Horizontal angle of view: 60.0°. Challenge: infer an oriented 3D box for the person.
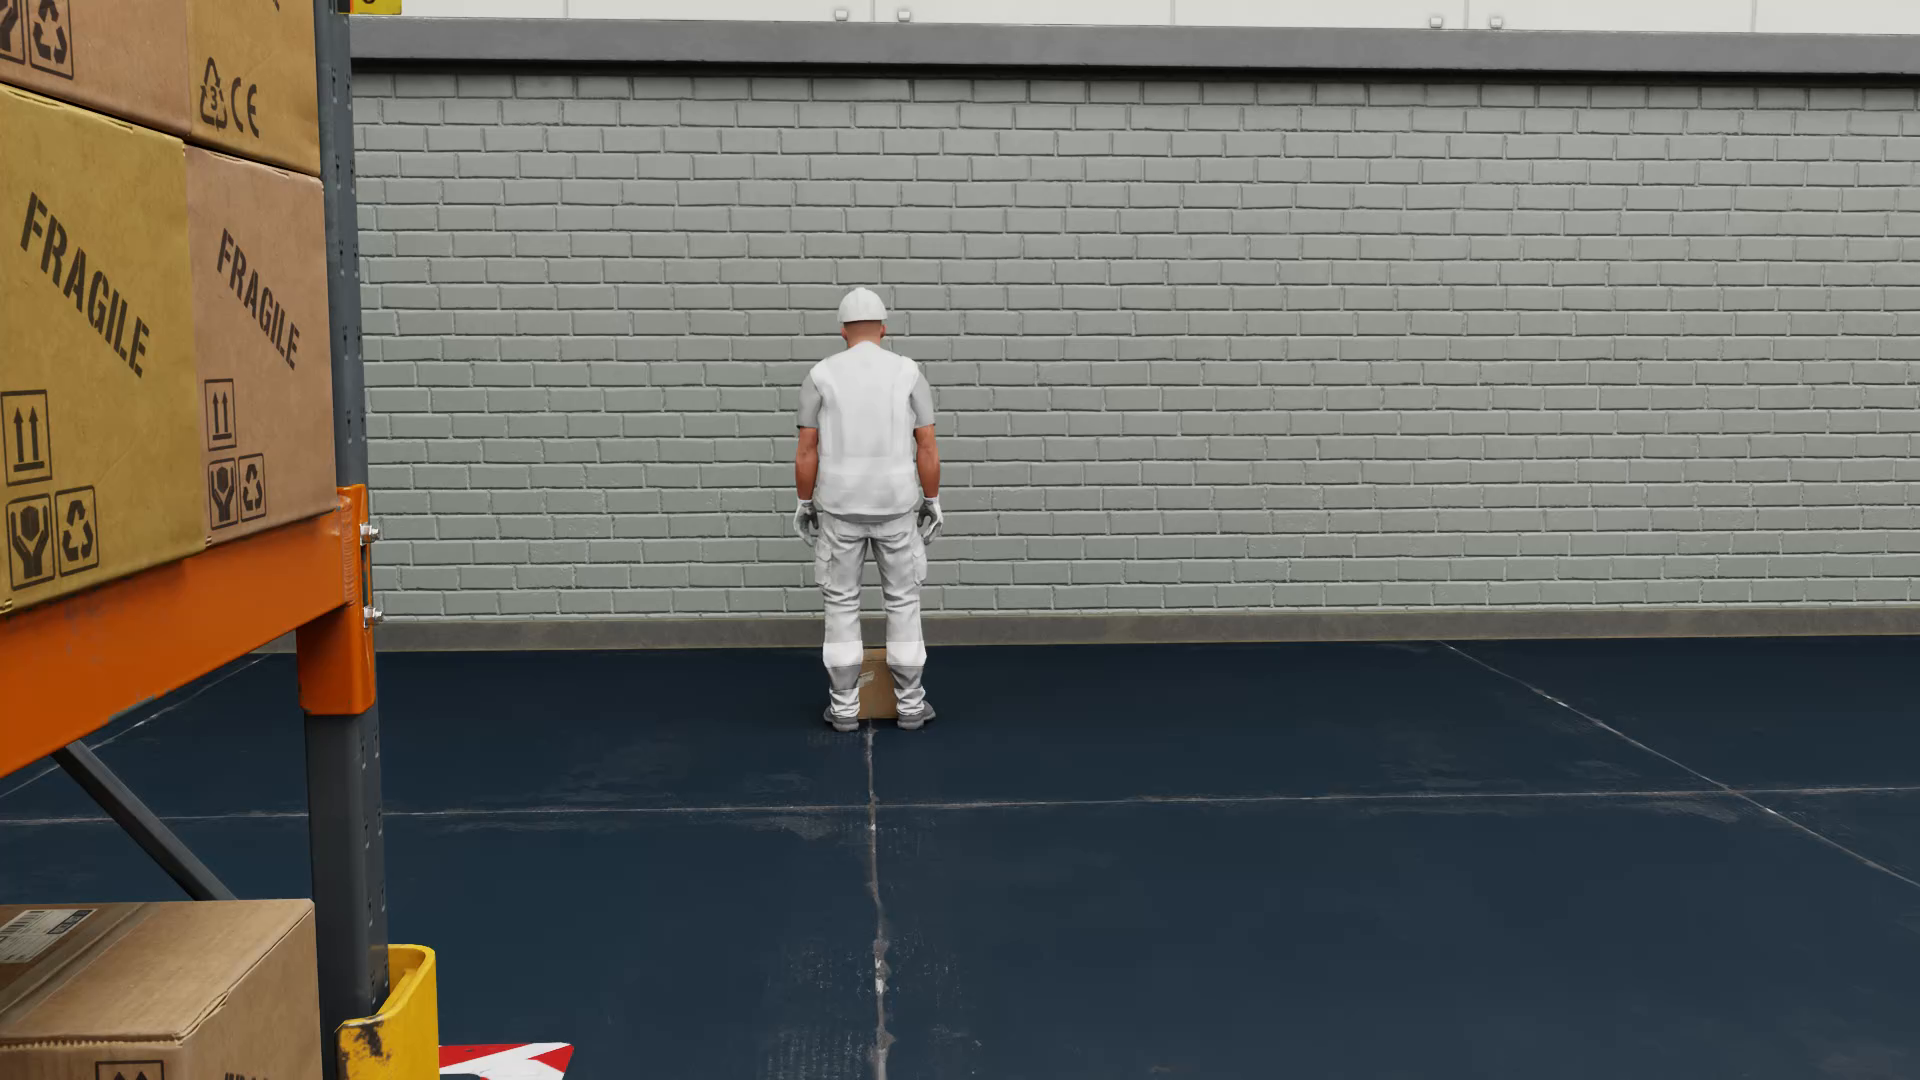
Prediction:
[{"bbox_3d":[-0.369,-0.125,6.722,0.607,1.780,0.449,0,7,-4],"label":"person"}]
